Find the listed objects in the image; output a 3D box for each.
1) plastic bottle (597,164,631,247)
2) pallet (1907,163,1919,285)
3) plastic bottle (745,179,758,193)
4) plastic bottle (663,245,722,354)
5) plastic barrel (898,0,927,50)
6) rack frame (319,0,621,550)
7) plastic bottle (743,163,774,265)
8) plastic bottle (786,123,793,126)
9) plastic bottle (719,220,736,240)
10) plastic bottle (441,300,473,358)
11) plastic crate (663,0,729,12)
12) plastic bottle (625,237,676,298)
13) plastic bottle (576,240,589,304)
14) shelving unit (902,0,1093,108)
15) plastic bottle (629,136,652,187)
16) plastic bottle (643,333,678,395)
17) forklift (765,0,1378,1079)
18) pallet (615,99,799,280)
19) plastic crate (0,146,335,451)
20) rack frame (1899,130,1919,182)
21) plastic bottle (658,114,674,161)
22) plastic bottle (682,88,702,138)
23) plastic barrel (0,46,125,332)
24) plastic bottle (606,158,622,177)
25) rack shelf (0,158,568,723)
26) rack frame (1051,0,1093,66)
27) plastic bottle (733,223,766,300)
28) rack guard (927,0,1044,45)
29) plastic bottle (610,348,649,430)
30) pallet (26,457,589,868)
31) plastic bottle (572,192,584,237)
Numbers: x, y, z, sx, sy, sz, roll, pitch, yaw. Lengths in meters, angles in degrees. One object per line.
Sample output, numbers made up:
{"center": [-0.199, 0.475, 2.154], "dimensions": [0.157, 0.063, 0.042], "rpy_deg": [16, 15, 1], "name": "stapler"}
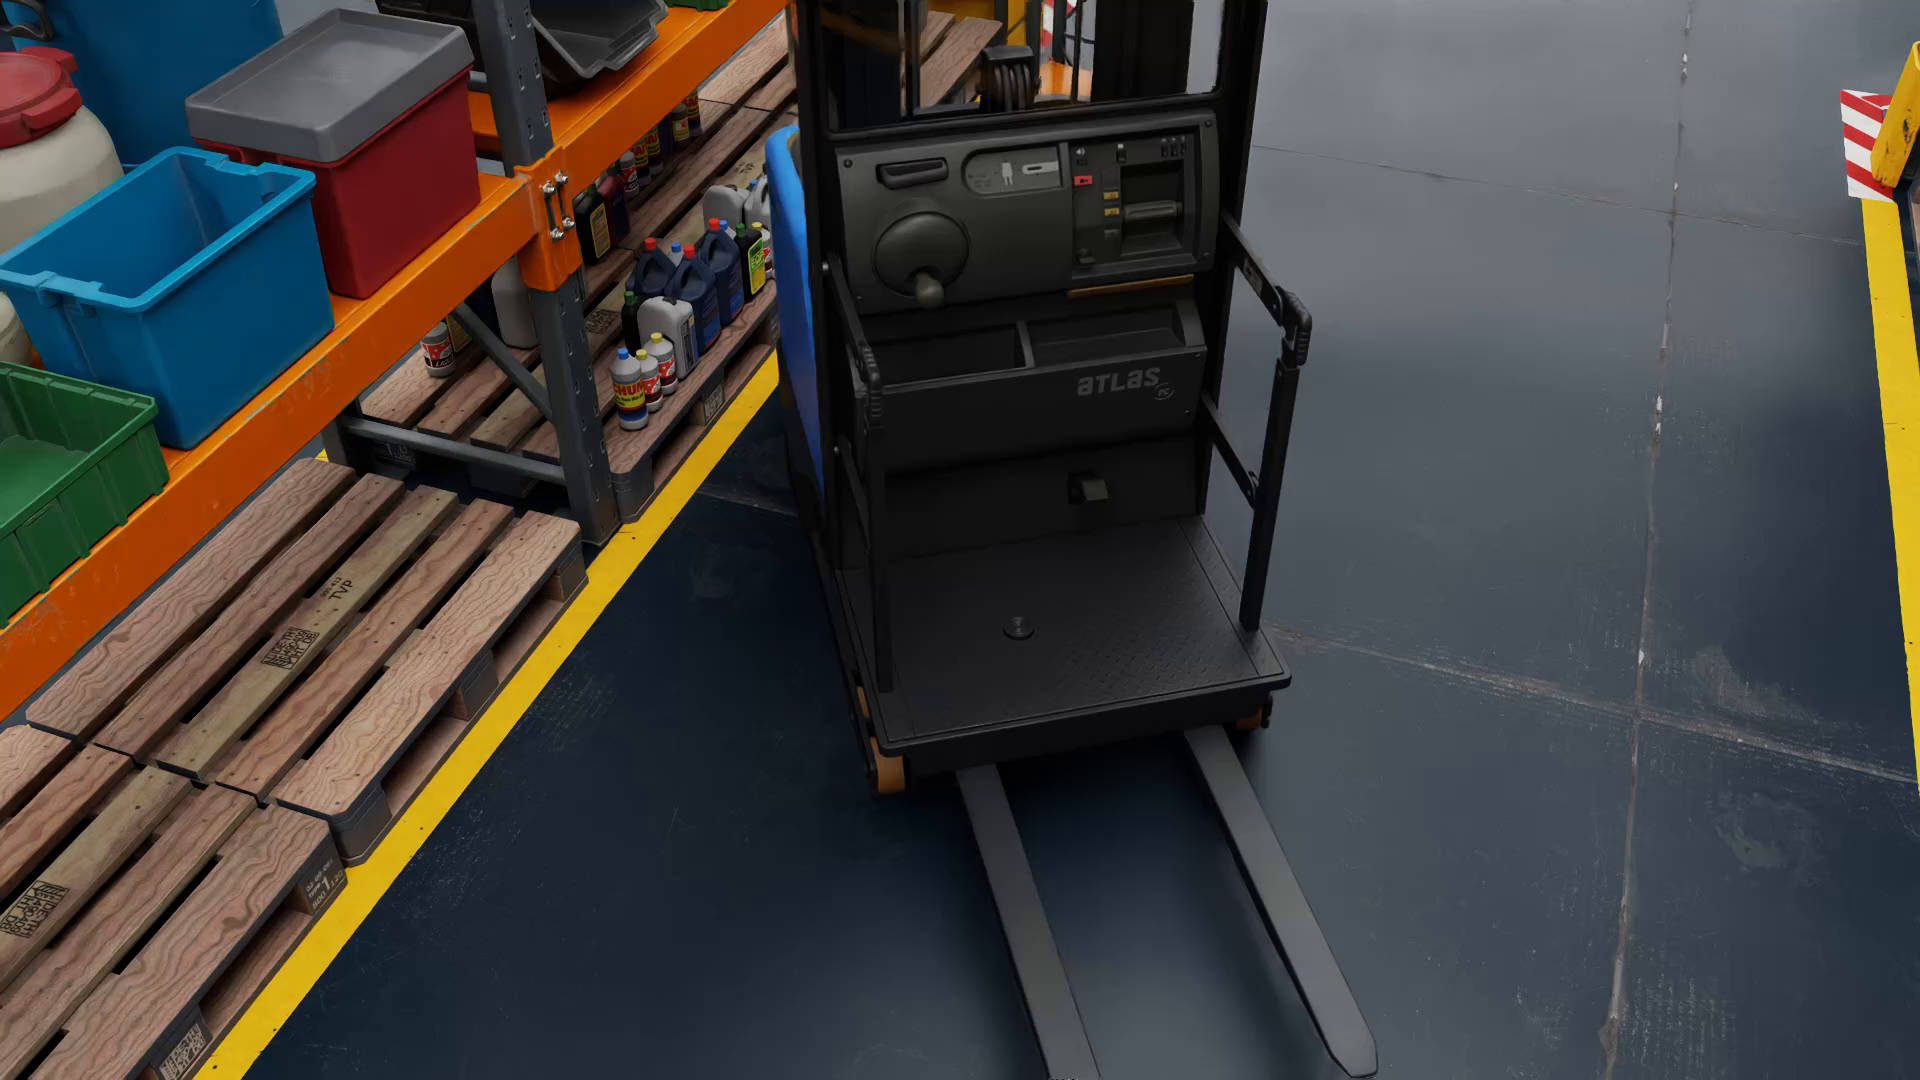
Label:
{"center": [-1.287, -1.240, 6.146], "dimensions": [0.061, 0.283, 0.133], "rpy_deg": [13, 42, 15], "name": "plastic bottle"}
{"center": [4.227, -1.062, 6.332], "dimensions": [1.003, 0.211, 1.213], "rpy_deg": [13, 42, 15], "name": "pallet"}
{"center": [-0.761, -1.251, 6.222], "dimensions": [0.097, 0.201, 0.097], "rpy_deg": [0, 40, 0], "name": "plastic bottle"}
{"center": [-0.906, -0.820, 5.602], "dimensions": [0.144, 0.351, 0.185], "rpy_deg": [14, 43, 16], "name": "plastic bottle"}
{"center": [-0.358, -2.495, 7.456], "dimensions": [0.421, 0.512, 0.421], "rpy_deg": [0, 40, 0], "name": "plastic barrel"}
{"center": [-1.572, -1.260, 4.416], "dimensions": [1.000, 3.000, 0.127], "rpy_deg": [13, 42, 15], "name": "rack frame"}
{"center": [-0.696, -1.194, 6.041], "dimensions": [0.144, 0.351, 0.185], "rpy_deg": [13, 42, 15], "name": "plastic bottle"}
{"center": [-0.633, -1.492, 6.442], "dimensions": [0.061, 0.283, 0.133], "rpy_deg": [13, 42, 15], "name": "plastic bottle"}
{"center": [-0.827, -1.003, 5.878], "dimensions": [0.097, 0.271, 0.097], "rpy_deg": [0, 40, 0], "name": "plastic bottle"}
{"center": [-1.718, -0.761, 5.585], "dimensions": [0.061, 0.283, 0.133], "rpy_deg": [15, 43, 17], "name": "plastic bottle"}
{"center": [-0.843, -1.945, 5.382], "dimensions": [0.450, 0.188, 0.662], "rpy_deg": [13, 42, 15], "name": "plastic crate"}
{"center": [-1.042, -0.852, 5.640], "dimensions": [0.144, 0.351, 0.185], "rpy_deg": [13, 42, 15], "name": "plastic bottle"}
{"center": [-1.410, -0.948, 5.809], "dimensions": [0.152, 0.276, 0.135], "rpy_deg": [13, 42, 15], "name": "plastic bottle"}
{"center": [0.298, -1.575, 5.941], "dimensions": [0.587, 1.500, 1.083], "rpy_deg": [22, 45, 24], "name": "shelving unit"}
{"center": [-1.269, -1.523, 6.487], "dimensions": [0.097, 0.271, 0.097], "rpy_deg": [0, 40, 0], "name": "plastic bottle"}
{"center": [-0.982, -0.584, 5.441], "dimensions": [0.097, 0.201, 0.097], "rpy_deg": [0, 40, 0], "name": "plastic bottle"}
{"center": [0.225, -0.709, 3.823], "dimensions": [1.130, 2.935, 3.031], "rpy_deg": [-9, 41, -10], "name": "forklift"}
{"center": [-0.888, -1.346, 6.665], "dimensions": [1.003, 0.211, 1.213], "rpy_deg": [13, 42, 15], "name": "pallet"}
{"center": [-1.657, -0.512, 3.552], "dimensions": [0.392, 0.384, 0.575], "rpy_deg": [13, 42, 15], "name": "plastic crate"}
{"center": [4.449, -2.598, 5.984], "dimensions": [1.000, 3.000, 0.127], "rpy_deg": [13, 42, 15], "name": "rack frame"}
{"center": [-1.212, -1.663, 6.642], "dimensions": [0.061, 0.283, 0.133], "rpy_deg": [14, 42, 16], "name": "plastic bottle"}
{"center": [-1.117, -1.793, 6.803], "dimensions": [0.097, 0.271, 0.097], "rpy_deg": [0, 40, 0], "name": "plastic bottle"}
{"center": [-2.106, -0.777, 3.745], "dimensions": [0.433, 0.535, 0.433], "rpy_deg": [0, 40, 0], "name": "plastic barrel"}
{"center": [-1.338, -1.399, 6.342], "dimensions": [0.097, 0.271, 0.097], "rpy_deg": [0, 40, 0], "name": "plastic bottle"}
{"center": [-2.256, 0.233, 3.220], "dimensions": [1.077, 0.370, 4.000], "rpy_deg": [13, 42, 15], "name": "rack shelf"}
{"center": [0.573, -1.860, 6.274], "dimensions": [0.500, 1.500, 0.032], "rpy_deg": [22, 45, 24], "name": "rack frame"}
{"center": [-0.746, -1.001, 5.866], "dimensions": [0.061, 0.283, 0.133], "rpy_deg": [15, 43, 17], "name": "plastic bottle"}
{"center": [-0.186, -2.692, 8.020], "dimensions": [1.175, 0.500, 0.348], "rpy_deg": [13, 42, 15], "name": "rack guard"}
{"center": [-1.051, -0.487, 5.272], "dimensions": [0.097, 0.271, 0.097], "rpy_deg": [0, 40, 0], "name": "plastic bottle"}
{"center": [-1.804, 0.288, 4.750], "dimensions": [1.003, 0.211, 1.213], "rpy_deg": [13, 42, 15], "name": "pallet"}
{"center": [-1.447, -1.191, 6.036], "dimensions": [0.144, 0.351, 0.185], "rpy_deg": [13, 42, 15], "name": "plastic bottle"}
